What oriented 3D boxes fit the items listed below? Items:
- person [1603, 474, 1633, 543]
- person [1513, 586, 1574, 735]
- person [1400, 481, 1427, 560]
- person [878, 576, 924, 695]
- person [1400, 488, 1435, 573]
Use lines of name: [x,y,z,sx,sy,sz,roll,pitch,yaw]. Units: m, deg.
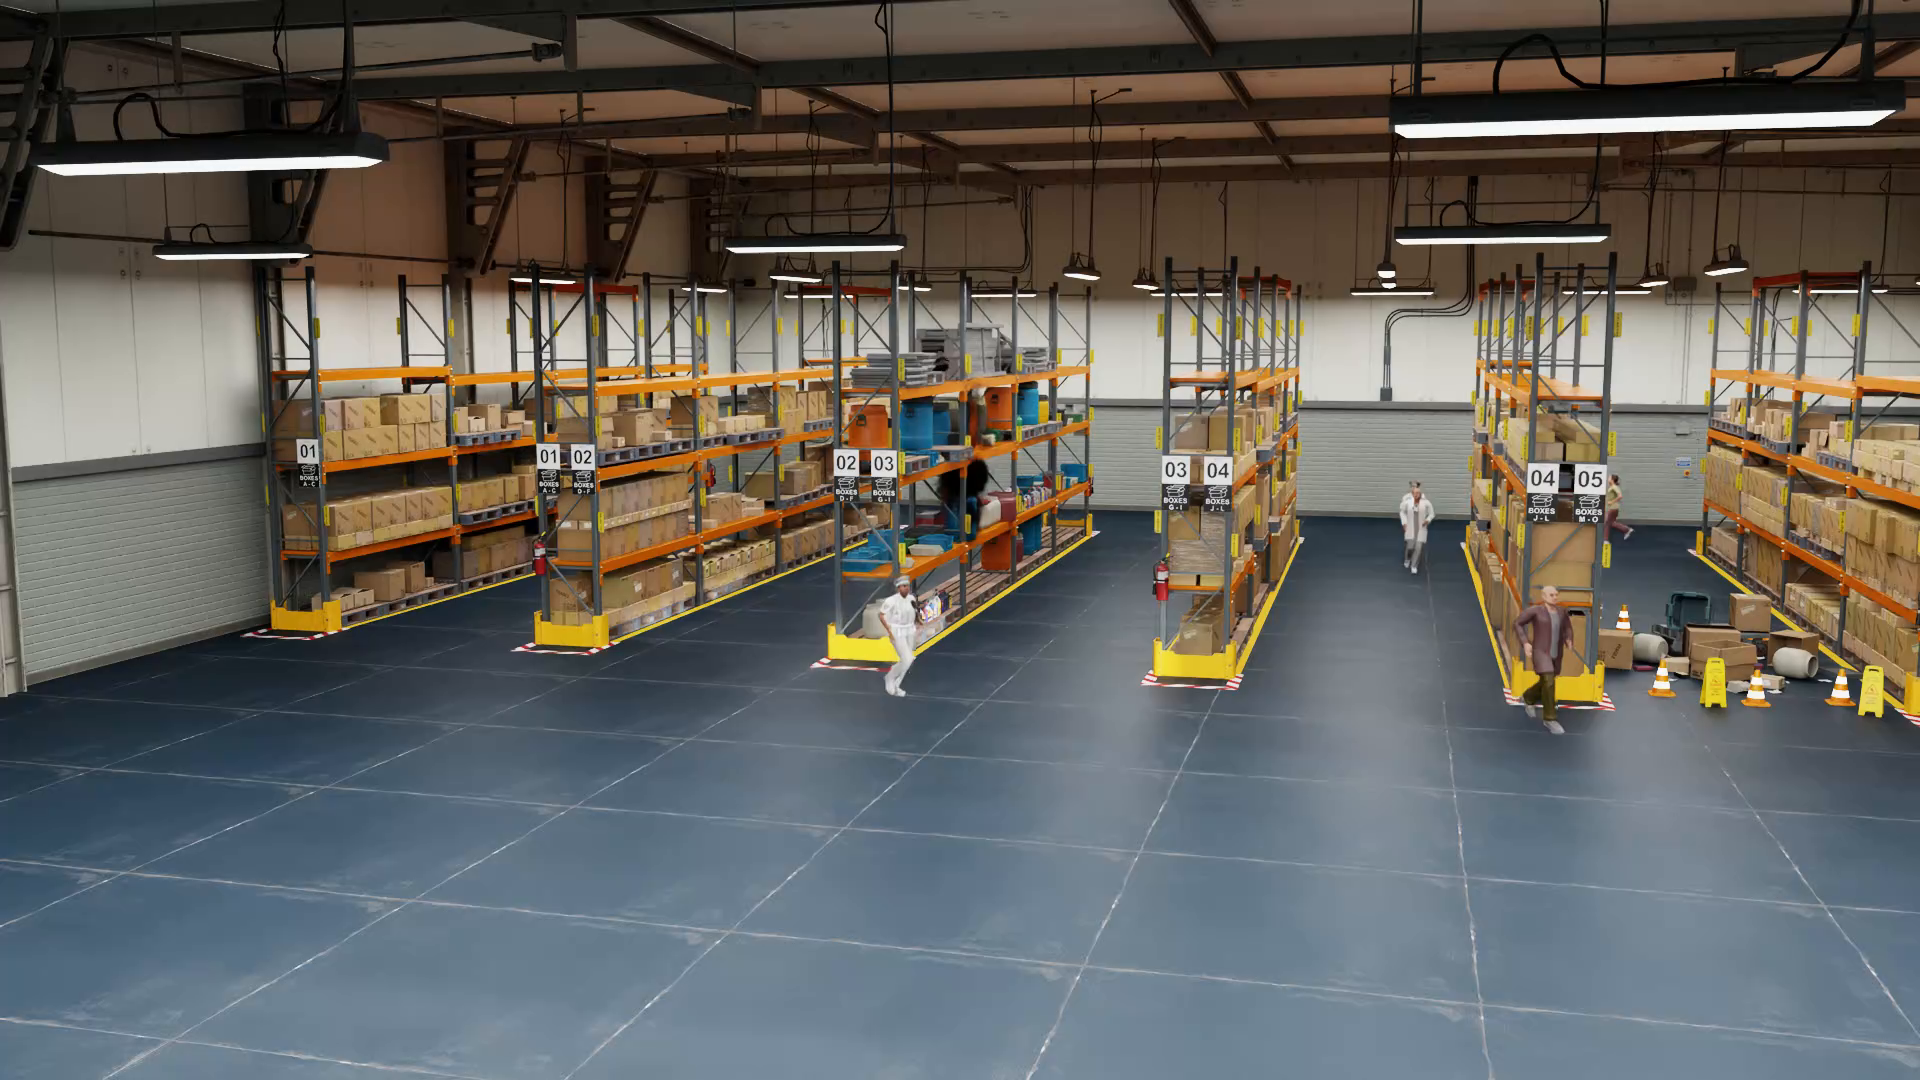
person: [15.216,-0.697,38.603,0.838,1.665,0.587,2,8,17]
person: [7.377,1.467,20.979,0.711,1.806,0.987,-2,8,-17]
person: [9.972,-0.459,36.514,0.624,1.708,0.916,3,8,20]
person: [-0.748,1.305,22.671,0.560,1.667,0.576,-6,10,-41]
person: [9.390,-0.151,34.199,0.699,1.668,0.612,2,8,17]
